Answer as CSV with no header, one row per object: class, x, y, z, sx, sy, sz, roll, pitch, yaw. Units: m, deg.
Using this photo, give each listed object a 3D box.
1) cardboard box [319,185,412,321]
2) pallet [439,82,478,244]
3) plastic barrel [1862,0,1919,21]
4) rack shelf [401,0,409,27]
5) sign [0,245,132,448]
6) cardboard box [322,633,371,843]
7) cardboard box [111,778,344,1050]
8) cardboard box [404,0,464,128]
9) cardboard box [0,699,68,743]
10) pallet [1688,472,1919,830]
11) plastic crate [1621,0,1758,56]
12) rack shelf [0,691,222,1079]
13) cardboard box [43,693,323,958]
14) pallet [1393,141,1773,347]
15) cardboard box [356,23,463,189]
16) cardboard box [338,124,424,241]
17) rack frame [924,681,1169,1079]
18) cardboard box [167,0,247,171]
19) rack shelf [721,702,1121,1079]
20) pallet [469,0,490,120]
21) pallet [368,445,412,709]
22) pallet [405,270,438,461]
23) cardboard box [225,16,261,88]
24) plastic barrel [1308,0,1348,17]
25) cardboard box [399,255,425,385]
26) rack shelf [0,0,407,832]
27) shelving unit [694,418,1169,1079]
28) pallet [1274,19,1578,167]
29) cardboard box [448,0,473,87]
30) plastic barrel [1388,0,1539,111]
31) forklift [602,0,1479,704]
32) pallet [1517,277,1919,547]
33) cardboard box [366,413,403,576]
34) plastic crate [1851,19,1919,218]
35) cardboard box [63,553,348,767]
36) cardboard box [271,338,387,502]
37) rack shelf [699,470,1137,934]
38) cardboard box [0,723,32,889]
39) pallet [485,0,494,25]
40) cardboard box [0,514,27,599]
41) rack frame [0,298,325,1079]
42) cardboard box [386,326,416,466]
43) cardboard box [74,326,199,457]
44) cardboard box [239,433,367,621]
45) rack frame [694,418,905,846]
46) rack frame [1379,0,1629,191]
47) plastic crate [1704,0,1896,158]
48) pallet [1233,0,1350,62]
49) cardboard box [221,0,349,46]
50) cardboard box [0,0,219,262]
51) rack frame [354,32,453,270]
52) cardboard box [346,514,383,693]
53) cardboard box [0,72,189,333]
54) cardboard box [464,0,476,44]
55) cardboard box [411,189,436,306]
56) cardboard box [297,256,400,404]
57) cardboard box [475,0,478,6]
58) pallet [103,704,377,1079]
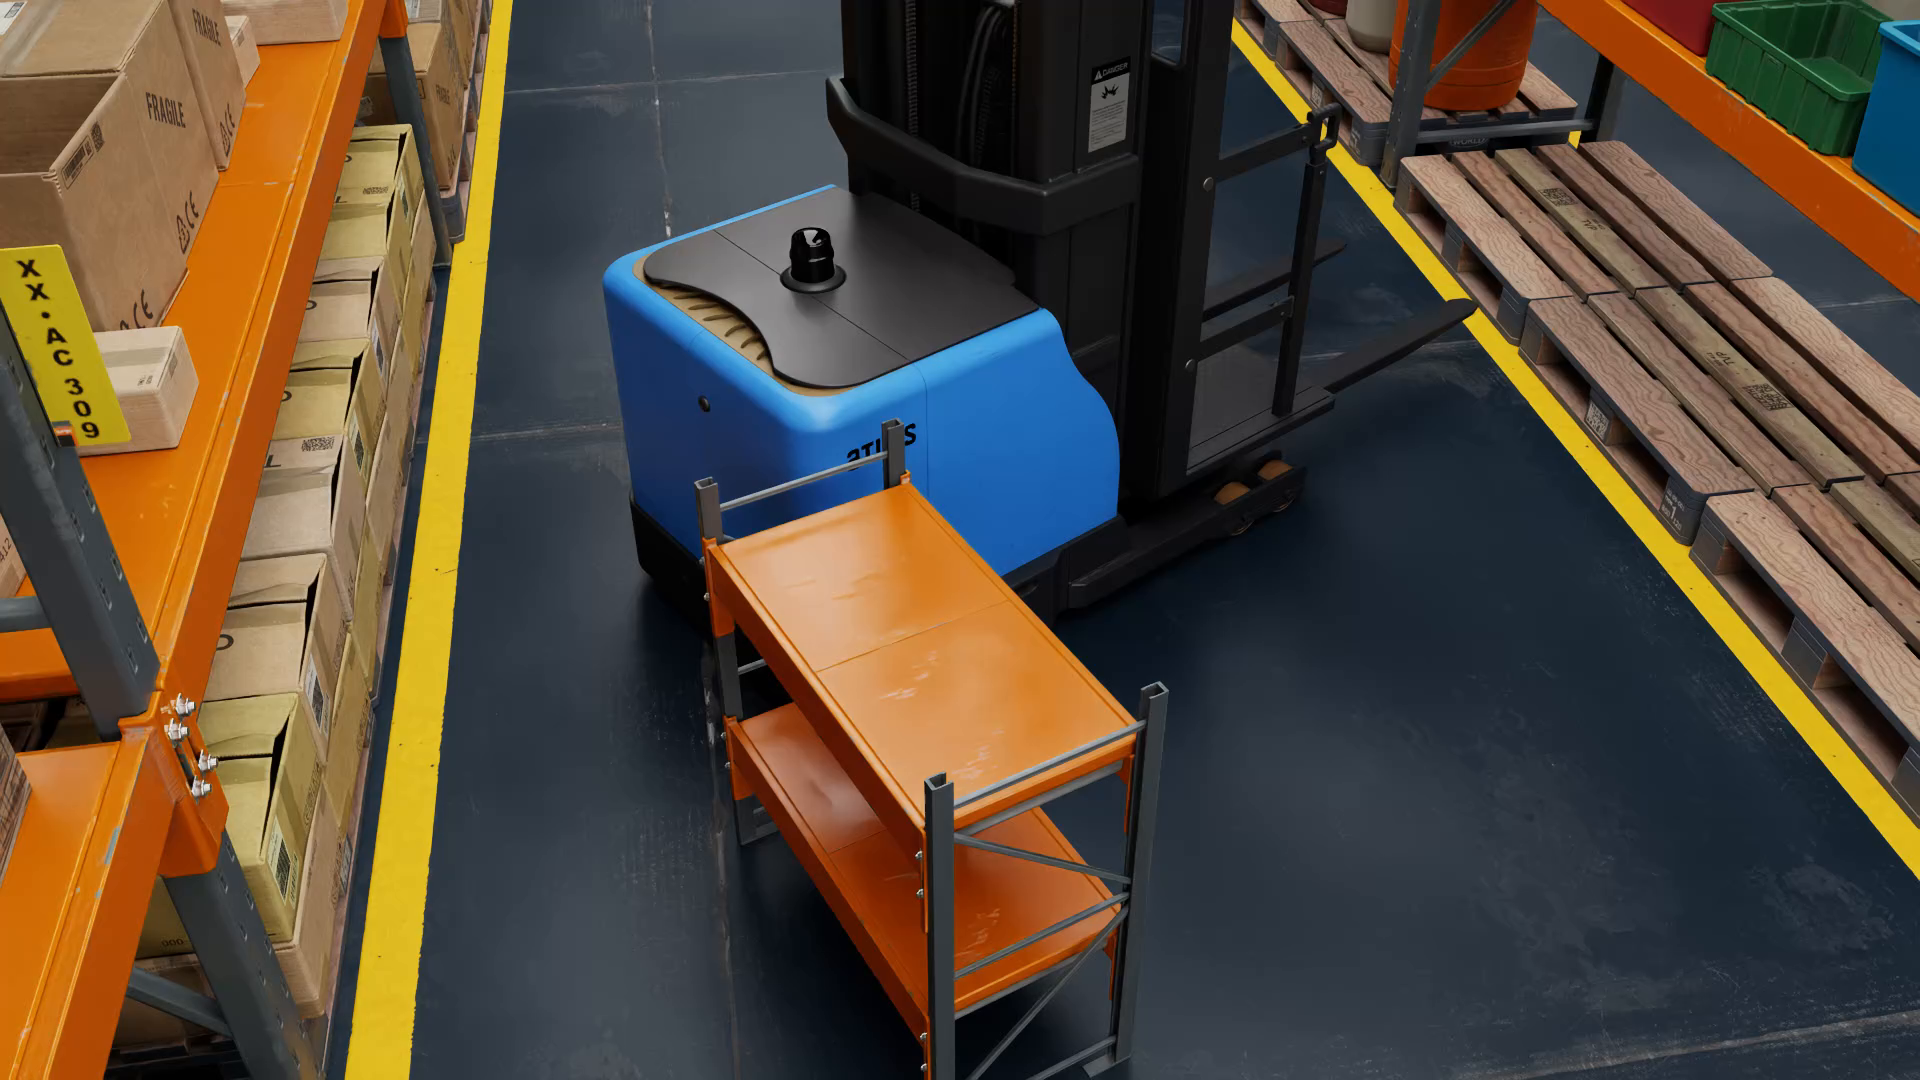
cardboard box,-2.106,-0.953,5.474,0.500,0.311,0.500,-7,38,-9
pallet,-2.632,-1.609,7.149,1.003,0.211,1.213,-6,38,-8
plastic barrel,2.884,-1.729,4.920,0.433,0.535,0.433,0,38,0
rack shelf,-2.889,-3.179,7.483,1.077,0.370,4.000,-6,38,-8
sign,-1.291,-0.273,2.386,0.100,0.325,0.005,-6,38,-8
cardboard box,-1.752,0.502,4.058,0.500,0.250,0.500,-5,38,-7
cardboard box,-1.664,0.811,3.660,0.500,0.250,0.500,-7,38,-9
cardboard box,-2.434,-2.063,7.139,0.500,0.500,0.500,-8,38,-10
cardboard box,-2.287,0.332,3.819,0.500,0.311,0.500,-5,38,-7
pallet,2.865,0.262,4.741,1.003,0.211,1.213,-6,38,-8
plastic crate,2.321,-1.802,5.072,0.402,0.464,0.583,-6,38,-8
rack shelf,-1.486,1.653,1.263,1.077,0.370,4.000,-6,38,-8
cardboard box,-1.664,0.583,3.496,0.500,0.311,0.500,-6,38,-8
pallet,2.437,-1.212,6.638,1.003,0.211,1.213,-6,38,-8
cardboard box,-2.336,-1.747,6.733,0.500,0.500,0.500,-5,38,-6
cardboard box,-2.204,-1.267,5.877,0.500,0.311,0.500,-5,38,-7
rack frame,0.161,0.790,3.316,0.500,1.125,0.032,-20,42,-23
cardboard box,-2.228,-1.283,4.375,0.500,0.500,0.500,-8,39,-10
rack shelf,-0.094,0.714,3.813,0.538,0.278,1.000,-20,42,-23
pallet,-2.842,-2.344,8.095,1.003,0.211,1.213,-6,38,-8
pallet,-2.222,0.083,4.971,1.003,0.211,1.213,-6,38,-8
pallet,-2.432,-0.652,5.918,1.003,0.211,1.213,-6,38,-8
cardboard box,-2.259,-1.392,4.801,0.380,0.149,0.250,-4,38,-5
plastic barrel,2.039,-2.975,8.257,0.600,0.588,0.708,-6,38,-8
cardboard box,-2.112,-0.732,5.647,0.500,0.250,0.500,-7,38,-8
rack shelf,-2.187,-0.763,4.373,1.077,0.370,4.000,-6,38,-8
shelving unit,-0.094,0.521,3.663,0.538,1.125,1.048,-20,42,-23
pallet,2.160,-2.156,7.853,1.003,0.211,1.213,-6,38,-8
cardboard box,-2.517,-2.366,7.530,0.500,0.500,0.500,-7,38,-9
plastic barrel,2.237,-2.388,7.305,0.600,0.830,0.708,-6,38,-8
forklift,0.483,-1.399,4.662,3.031,2.935,1.130,-27,45,-30
pallet,2.647,-0.477,5.692,1.003,0.211,1.213,-6,38,-8
cardboard box,-1.934,-0.118,4.856,0.500,0.250,0.500,-6,38,-7
plastic crate,2.541,-0.996,4.100,0.392,0.384,0.575,-6,38,-8
cardboard box,-1.747,0.280,3.886,0.500,0.311,0.500,-7,38,-8
cardboard box,-1.935,-0.345,4.691,0.500,0.311,0.500,-5,38,-7
rack shelf,-0.094,0.290,3.483,0.538,0.278,1.000,-20,42,-23
cardboard box,-1.753,0.389,2.223,0.700,0.500,0.500,-7,38,-9
pallet,-3.059,-3.082,9.046,1.003,0.211,1.213,-6,38,-8
cardboard box,-1.966,-0.072,3.020,0.500,0.250,0.500,-4,38,-5
rack frame,-1.840,0.161,2.597,0.949,2.616,0.053,-6,38,-8
cardboard box,-2.027,-0.428,5.255,0.500,0.250,0.500,-5,38,-7
cardboard box,-1.791,-0.297,3.392,0.380,0.149,0.250,-6,38,-8
cardboard box,-1.838,-0.032,4.288,0.500,0.311,0.500,-7,38,-9
rack frame,-0.349,0.251,4.010,0.500,1.125,0.032,-20,42,-23
rack frame,2.339,-2.785,6.390,1.000,3.000,0.127,-6,38,-8
plastic crate,2.457,-1.307,4.660,0.450,0.188,0.662,-6,38,-8
pallet,1.950,-2.891,8.800,1.003,0.211,1.213,-6,38,-8
cardboard box,-2.108,-1.642,5.124,0.380,0.149,0.250,-6,38,-8
cardboard box,-2.135,-0.965,3.965,0.500,0.500,0.500,-6,38,-8
rack frame,-2.538,-2.255,5.708,1.000,3.000,0.127,-6,38,-8
cardboard box,-1.845,0.189,4.460,0.500,0.250,0.500,-7,38,-9
cardboard box,-2.048,-0.662,3.576,0.500,0.500,0.500,-4,38,-5
cardboard box,-2.613,-2.681,7.935,0.500,0.500,0.500,-7,38,-9
cardboard box,-2.206,-1.043,6.047,0.500,0.250,0.500,-5,38,-7
cardboard box,-2.020,-0.648,5.081,0.500,0.311,0.500,-6,38,-8
cardboard box,-2.705,-2.988,8.330,0.500,0.500,0.500,-6,38,-7
pallet,-2.004,0.821,4.021,1.003,0.211,1.213,-6,38,-8
